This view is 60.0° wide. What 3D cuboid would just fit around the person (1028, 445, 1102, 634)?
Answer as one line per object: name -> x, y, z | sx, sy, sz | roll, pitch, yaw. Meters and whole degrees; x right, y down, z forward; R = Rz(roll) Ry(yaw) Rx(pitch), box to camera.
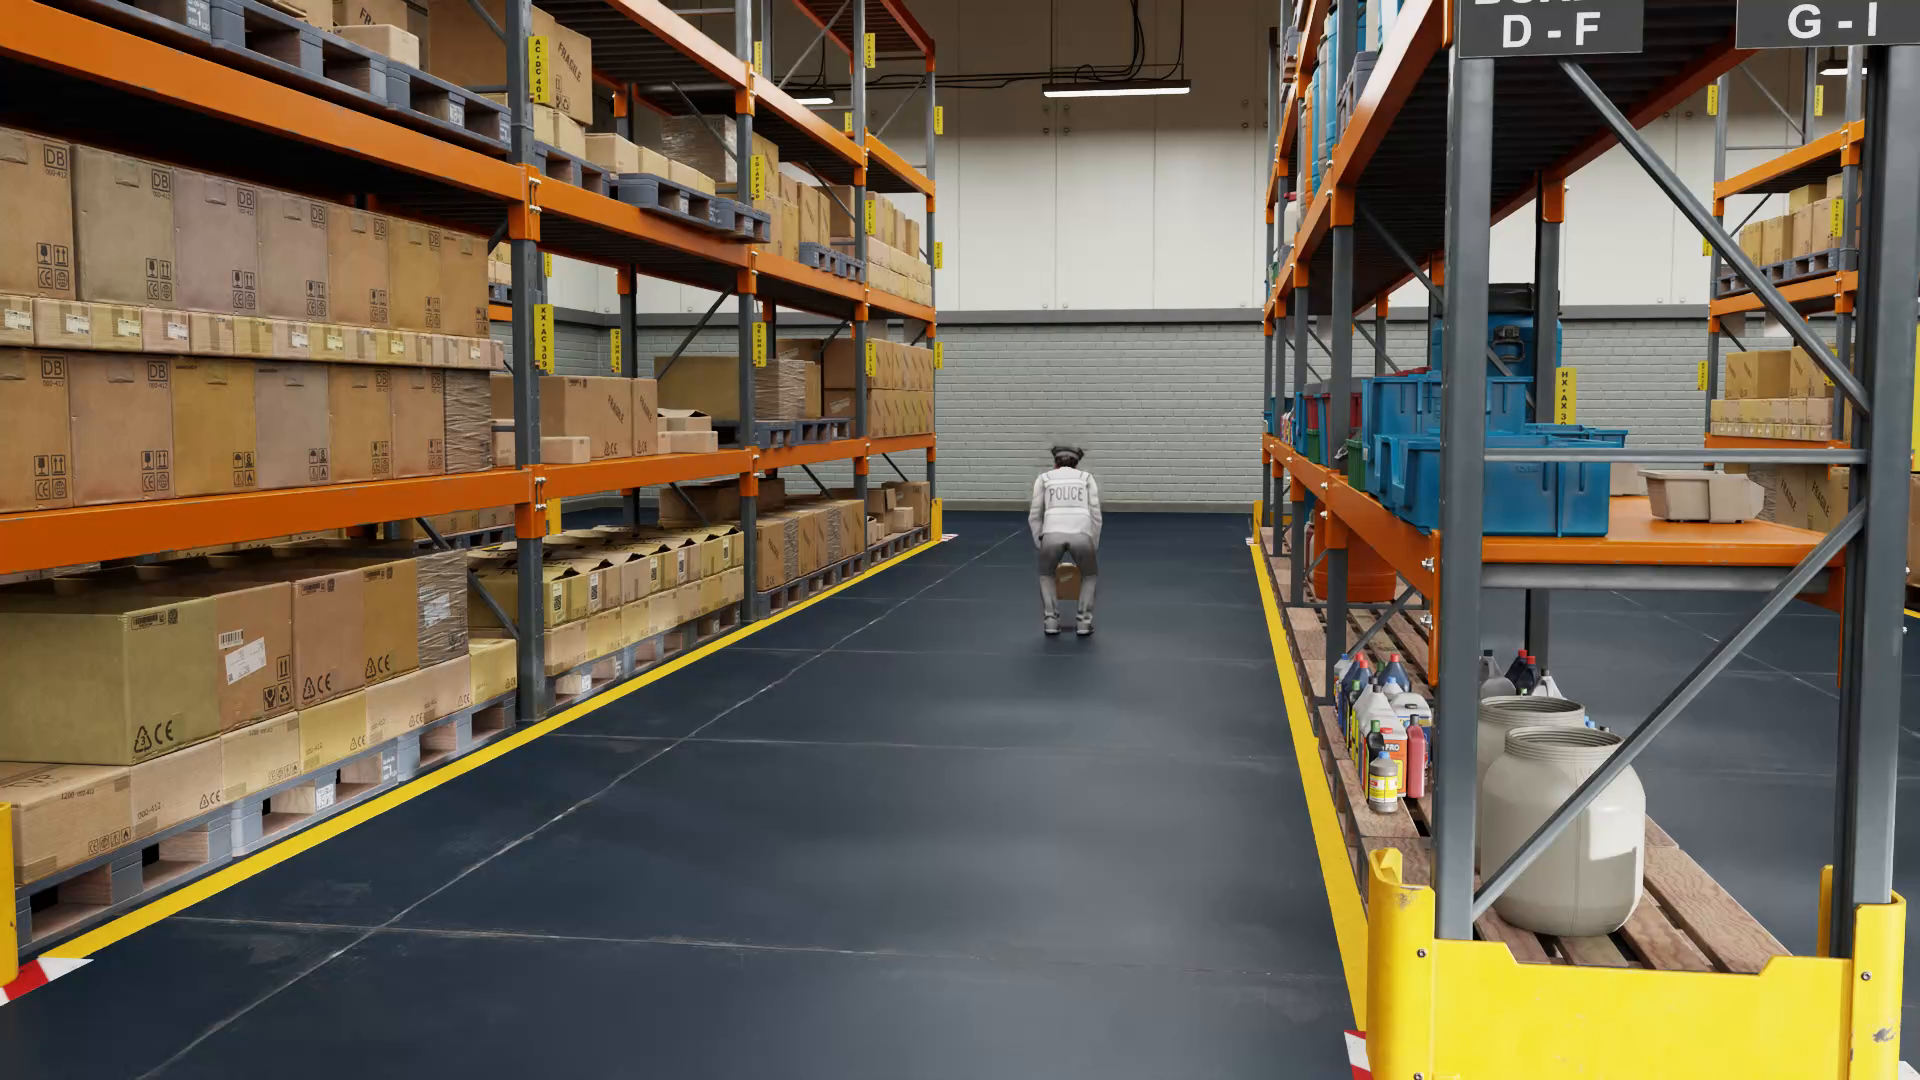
person -> 0.751, -0.004, 11.968 | 0.535, 1.349, 0.723 | 1, 5, 9
